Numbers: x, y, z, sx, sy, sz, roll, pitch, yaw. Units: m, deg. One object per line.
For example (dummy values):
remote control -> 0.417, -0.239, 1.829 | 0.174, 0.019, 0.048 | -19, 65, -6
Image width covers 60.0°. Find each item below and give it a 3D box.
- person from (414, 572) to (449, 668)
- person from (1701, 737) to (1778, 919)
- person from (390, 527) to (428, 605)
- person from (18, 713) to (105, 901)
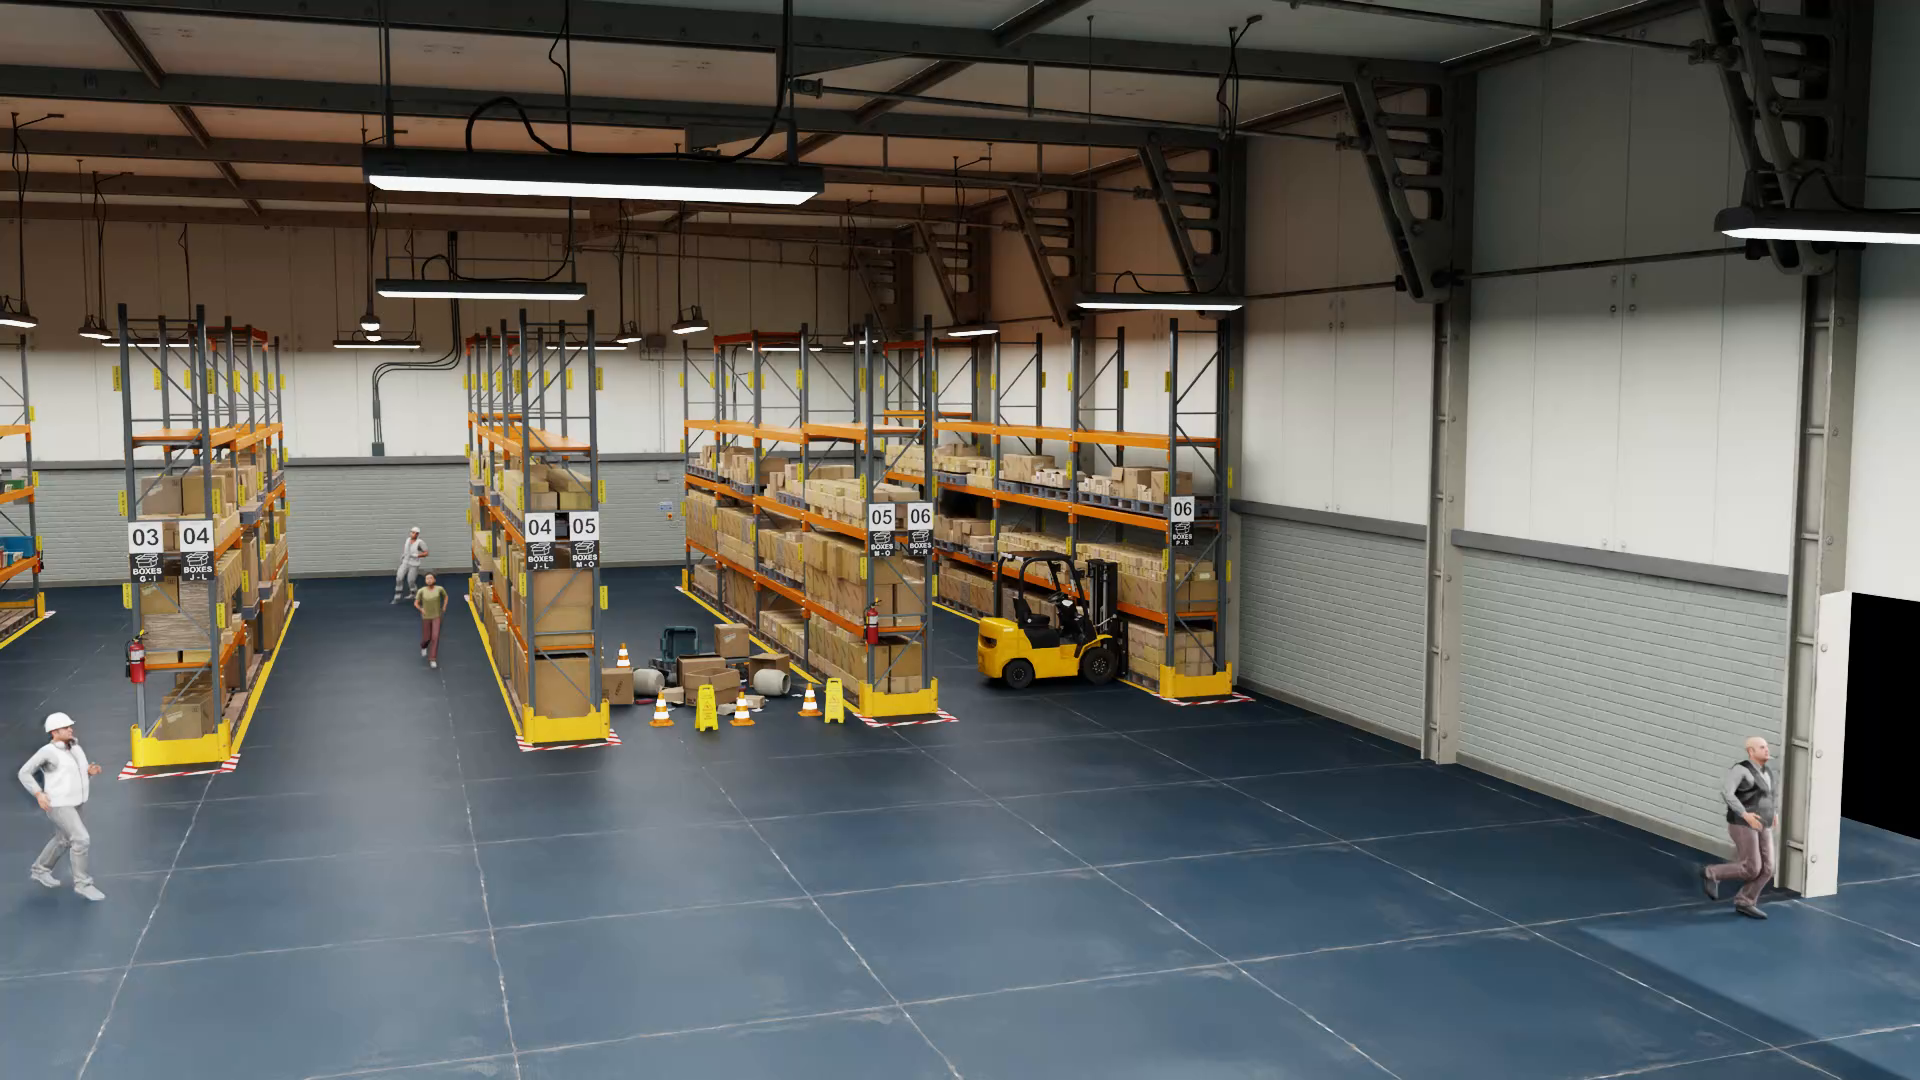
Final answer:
person -> -9.383, 1.394, 29.555 | 0.587, 1.662, 0.820 | -2, 6, -20
person -> 7.429, 2.685, 15.741 | 0.679, 1.682, 0.607 | -3, 6, -32
person -> -12.427, 0.576, 37.720 | 0.784, 1.768, 0.789 | 1, 6, 11
person -> -8.702, 2.581, 16.151 | 0.825, 1.822, 0.633 | 0, 5, 2
